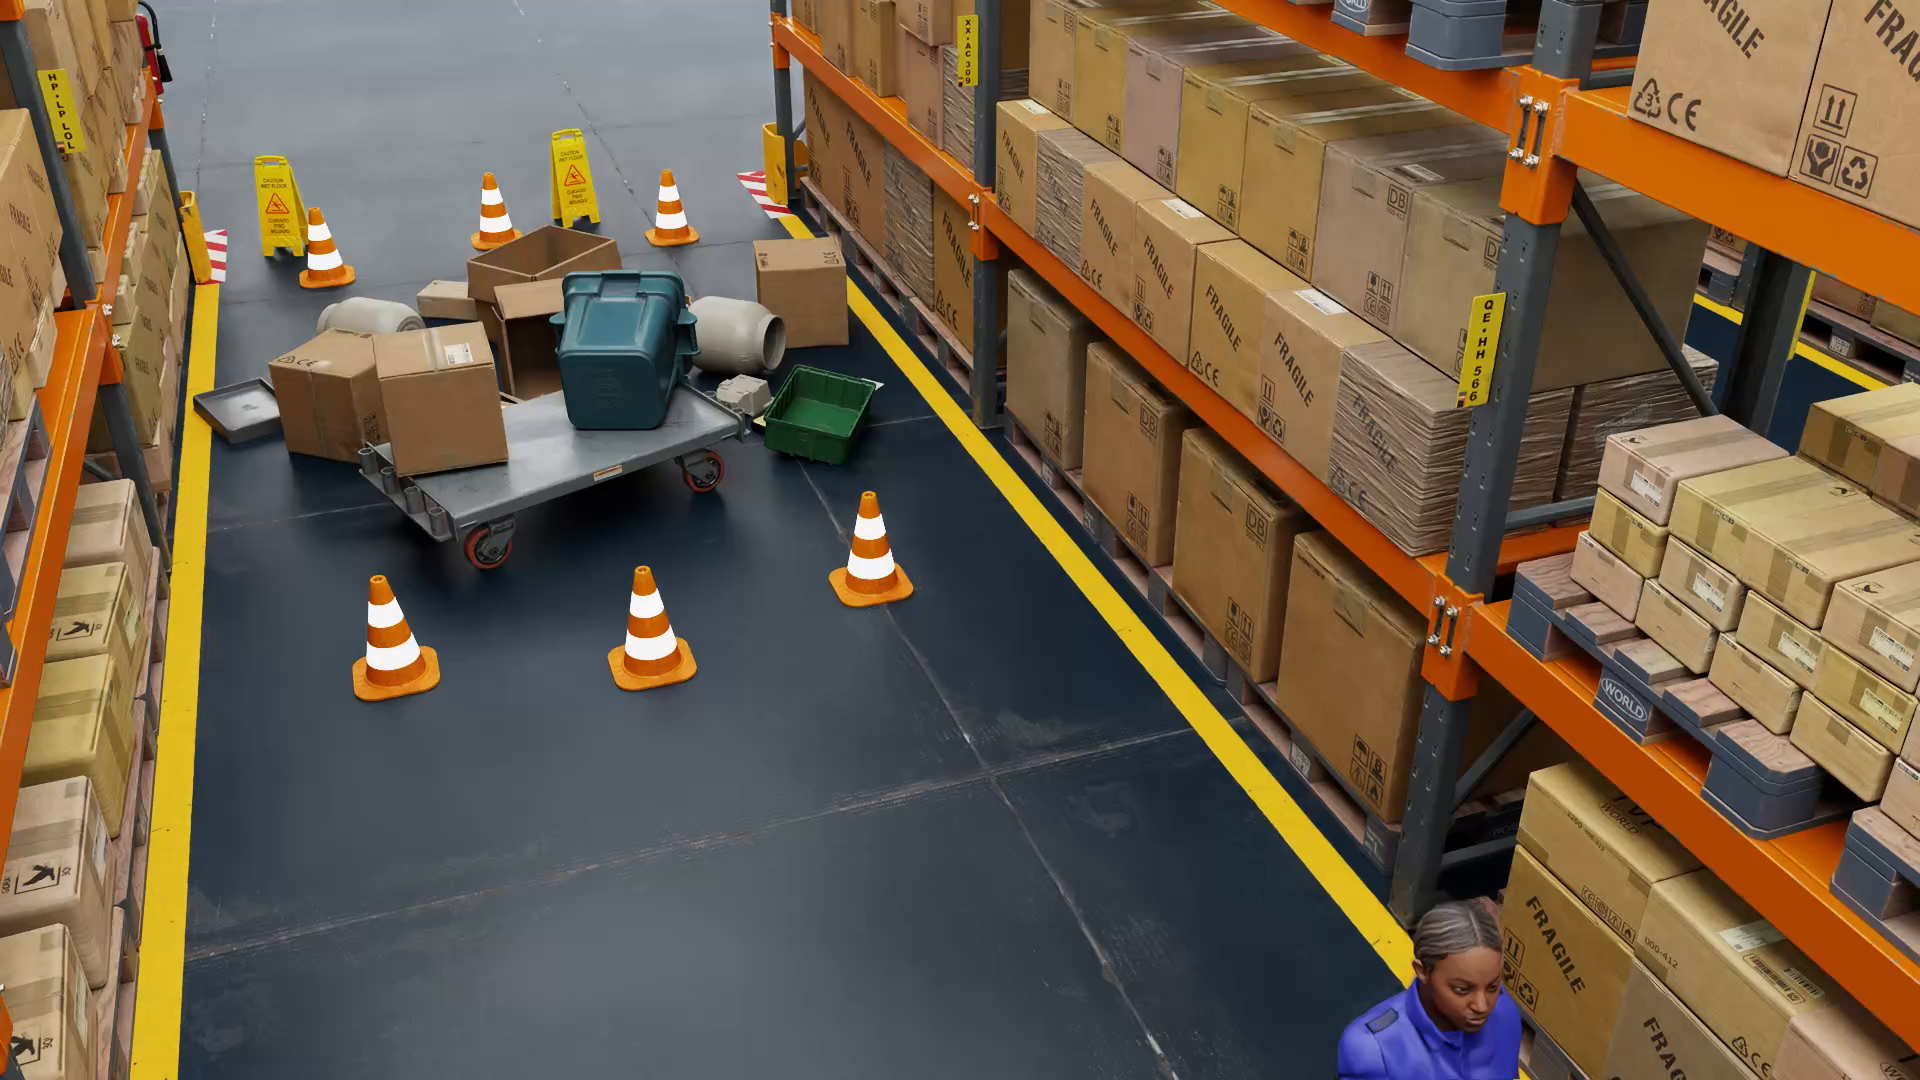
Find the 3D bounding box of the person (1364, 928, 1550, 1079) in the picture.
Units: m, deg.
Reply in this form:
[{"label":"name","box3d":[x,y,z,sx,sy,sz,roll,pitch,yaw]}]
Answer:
[{"label":"person","box3d":[1.025,1.506,3.546,0.476,1.587,1.010,-8,31,-13]}]
